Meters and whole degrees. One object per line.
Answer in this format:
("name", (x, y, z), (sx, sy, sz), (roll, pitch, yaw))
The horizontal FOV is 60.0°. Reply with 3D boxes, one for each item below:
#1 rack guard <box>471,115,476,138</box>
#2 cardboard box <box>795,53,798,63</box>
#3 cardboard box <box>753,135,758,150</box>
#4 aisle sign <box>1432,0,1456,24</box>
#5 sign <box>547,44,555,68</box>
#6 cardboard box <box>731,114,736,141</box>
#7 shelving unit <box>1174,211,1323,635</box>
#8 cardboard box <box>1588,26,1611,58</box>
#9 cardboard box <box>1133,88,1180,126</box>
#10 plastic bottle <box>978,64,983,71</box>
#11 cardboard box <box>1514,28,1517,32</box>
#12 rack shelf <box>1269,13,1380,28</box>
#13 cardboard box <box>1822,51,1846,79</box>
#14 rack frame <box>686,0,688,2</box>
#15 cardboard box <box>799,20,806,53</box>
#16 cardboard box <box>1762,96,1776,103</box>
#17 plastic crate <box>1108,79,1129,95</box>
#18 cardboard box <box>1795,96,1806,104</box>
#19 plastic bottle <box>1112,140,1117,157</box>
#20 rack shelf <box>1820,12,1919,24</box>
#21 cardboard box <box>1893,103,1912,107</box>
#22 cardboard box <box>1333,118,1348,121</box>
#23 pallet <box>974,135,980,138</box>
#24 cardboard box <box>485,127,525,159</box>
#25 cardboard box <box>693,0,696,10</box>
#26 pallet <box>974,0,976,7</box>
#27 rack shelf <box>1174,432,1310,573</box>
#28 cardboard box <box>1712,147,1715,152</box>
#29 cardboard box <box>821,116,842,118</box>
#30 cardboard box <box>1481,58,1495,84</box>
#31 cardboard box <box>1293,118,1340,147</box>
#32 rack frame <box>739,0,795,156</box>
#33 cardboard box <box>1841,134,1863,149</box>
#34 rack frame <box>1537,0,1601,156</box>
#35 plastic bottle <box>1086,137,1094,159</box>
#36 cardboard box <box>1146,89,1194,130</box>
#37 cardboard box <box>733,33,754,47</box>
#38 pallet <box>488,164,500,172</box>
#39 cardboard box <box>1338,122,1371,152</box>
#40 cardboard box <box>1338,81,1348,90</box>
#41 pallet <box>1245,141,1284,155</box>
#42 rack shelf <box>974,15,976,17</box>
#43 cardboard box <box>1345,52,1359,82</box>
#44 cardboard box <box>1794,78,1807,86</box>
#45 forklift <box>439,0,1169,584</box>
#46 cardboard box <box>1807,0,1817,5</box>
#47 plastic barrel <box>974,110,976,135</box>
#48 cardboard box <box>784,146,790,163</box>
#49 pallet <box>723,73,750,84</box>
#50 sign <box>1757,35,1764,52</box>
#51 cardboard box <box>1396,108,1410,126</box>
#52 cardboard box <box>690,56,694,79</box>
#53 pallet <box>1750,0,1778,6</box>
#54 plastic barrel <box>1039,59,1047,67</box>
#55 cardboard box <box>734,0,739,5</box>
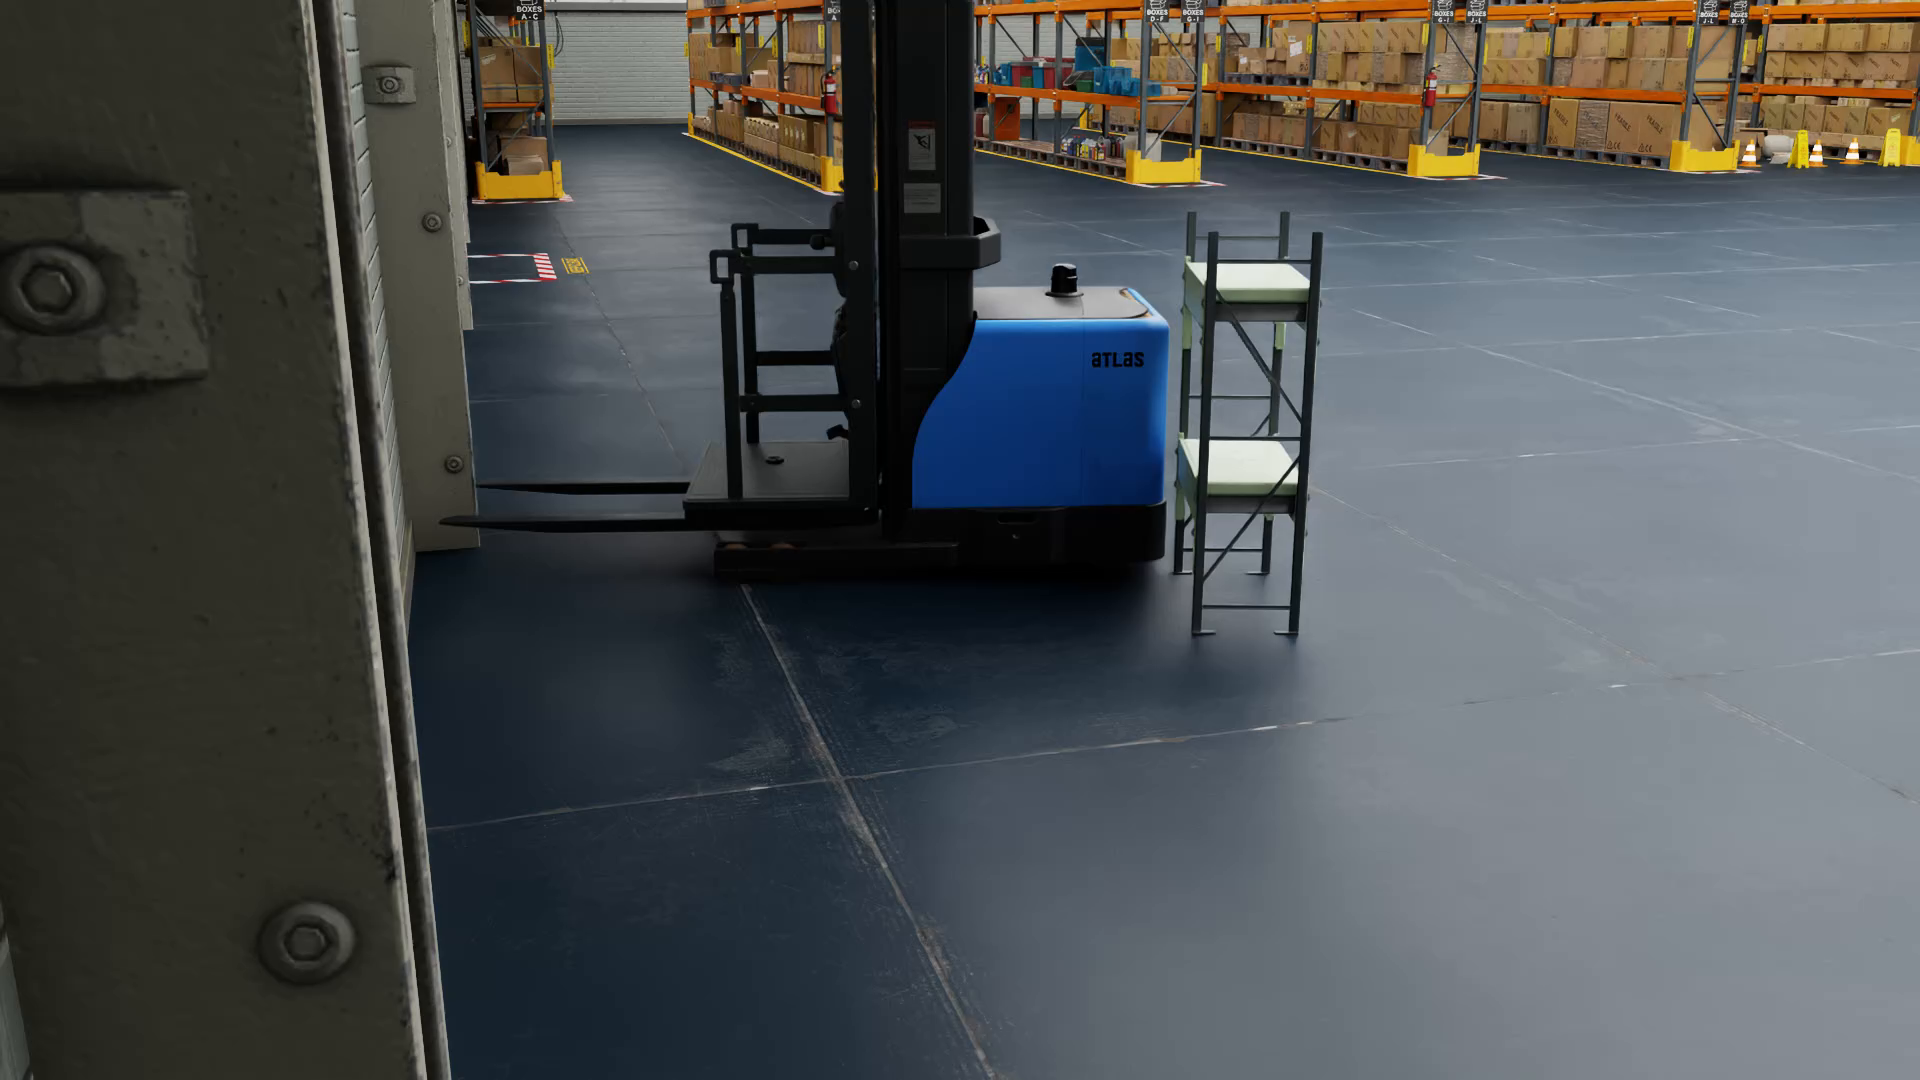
("rack guard", (-10.652, -9.538, 38.337), (1.175, 0.500, 0.348), (-5, 17, -15))
("cardboard box", (-2.483, -7.858, 27.097), (0.380, 0.149, 0.250), (-5, 17, -16))
("cardboard box", (-3.536, -7.343, 30.732), (0.500, 0.250, 0.500), (-5, 17, -17))
("aisle sign", (7.768, -8.682, 26.623), (0.394, 0.787, 0.004), (-5, 17, -15))
("sign", (-5.726, -6.761, 23.240), (0.100, 0.325, 0.005), (-5, 17, -15))
("cardboard box", (-4.309, -8.306, 33.468), (0.500, 0.500, 0.500), (-5, 18, -17))
("shelving unit", (1.087, -0.472, 6.415), (0.431, 1.500, 0.755), (1, 17, 2))
("cardboard box", (12.085, -9.130, 30.494), (0.875, 0.550, 0.550), (-5, 17, -15))
("cardboard box", (4.637, -10.170, 39.057), (0.875, 0.875, 0.875), (-5, 17, -15))
("plastic bottle", (0.459, -10.091, 35.918), (0.144, 0.351, 0.185), (-5, 17, -15))
("cardboard box", (13.912, -12.560, 41.011), (0.380, 0.149, 0.250), (-4, 17, -14))
("rack shelf", (8.989, -12.807, 40.909), (1.077, 0.370, 4.000), (-5, 17, -15))
("cardboard box", (16.766, -8.999, 31.507), (0.500, 0.500, 0.500), (-4, 17, -15))
("rack frame", (-5.883, -13.995, 38.400), (1.000, 3.000, 0.127), (-5, 17, -15))
("cardboard box", (-2.180, -8.071, 26.678), (0.700, 0.500, 0.500), (-5, 17, -15))
("cardboard box", (19.529, -10.594, 39.994), (0.380, 0.149, 0.250), (-5, 17, -16))
("plastic crate", (2.679, -7.310, 26.832), (0.499, 0.251, 0.408), (-5, 17, -15))
("cardboard box", (16.491, -8.556, 32.341), (0.380, 0.149, 0.250), (-4, 17, -13))
("plastic bottle", (2.682, -6.790, 28.798), (0.061, 0.283, 0.133), (-5, 17, -15))
("rack shelf", (20.691, -11.407, 36.248), (1.077, 0.370, 4.000), (-5, 17, -15))
("cardboard box", (20.880, -9.184, 36.210), (0.875, 0.625, 0.625), (-5, 17, -16))
("cardboard box", (9.103, -10.079, 40.017), (0.380, 0.149, 0.250), (-4, 17, -15))
("pallet", (0.490, -8.515, 35.434), (1.003, 0.211, 1.213), (-5, 17, -15))
("cardboard box", (-7.756, -6.764, 28.338), (0.700, 0.500, 0.500), (-5, 17, -16))
("cardboard box", (-5.723, -12.047, 37.389), (0.500, 0.250, 0.500), (-5, 17, -15))
("pallet", (0.604, -11.229, 34.736), (1.003, 0.211, 1.213), (-5, 17, -15))
("rack shelf", (1.087, -0.160, 6.509), (0.431, 0.370, 0.720), (1, 17, 2))
("cardboard box", (13.980, -7.309, 31.324), (0.396, 0.266, 0.258), (-2, 17, -6))
("cardboard box", (-1.981, -6.657, 27.147), (0.500, 0.500, 0.500), (-5, 17, -15))
("cardboard box", (10.917, -9.540, 33.822), (0.500, 0.500, 0.500), (-5, 17, -16))
("cardboard box", (6.792, -7.770, 31.684), (0.700, 0.500, 0.500), (-6, 18, -20))
("rack frame", (-3.685, -8.909, 31.896), (1.000, 3.000, 0.127), (-5, 17, -15))
("cardboard box", (16.953, -7.492, 31.229), (0.500, 0.250, 0.500), (-5, 17, -15))
("rack frame", (11.737, -8.949, 32.029), (1.000, 3.000, 0.127), (-5, 17, -15))
("plastic bottle", (2.221, -6.658, 28.242), (0.144, 0.351, 0.185), (-4, 17, -13))
("cardboard box", (4.937, -9.805, 37.844), (1.225, 0.875, 0.875), (-5, 17, -15))
("cardboard box", (-4.643, -10.695, 35.929), (0.500, 0.500, 0.500), (-4, 17, -14))
("pallet", (-7.129, -5.891, 26.697), (1.003, 0.211, 1.213), (-5, 17, -15))
("cardboard box", (7.177, -7.317, 30.211), (0.500, 0.500, 0.500), (1, 17, 2))
("cardboard box", (6.969, -8.103, 29.650), (0.380, 0.149, 0.250), (-5, 17, -15))
("pallet", (6.386, -7.802, 33.060), (1.003, 0.211, 1.213), (-5, 17, -15))
("rack shelf", (-0.570, -12.051, 38.393), (1.077, 0.370, 4.000), (-5, 17, -15))
("cardboard box", (7.342, -8.374, 29.425), (0.875, 0.500, 0.500), (-5, 17, -15))
("cardboard box", (16.503, -8.927, 32.394), (0.380, 0.149, 0.250), (-4, 17, -14))
("forklift", (-0.672, -1.377, 6.941), (3.031, 2.935, 1.130), (-1, 17, -3))
("cardboard box", (16.542, -10.370, 31.982), (0.380, 0.149, 0.250), (-4, 17, -14))
("plastic barrel", (0.377, -8.904, 35.476), (0.421, 0.512, 0.421), (0, 17, 0))
("cardboard box", (-2.617, -6.396, 27.579), (0.500, 0.250, 0.500), (-5, 17, -15))
("pallet", (-4.224, -9.354, 33.713), (1.003, 0.211, 1.213), (-5, 17, -15))
("sign", (15.936, -9.878, 33.109), (0.100, 0.325, 0.005), (-5, 17, -15))
("cardboard box", (10.067, -9.364, 37.028), (0.500, 0.500, 0.500), (-4, 17, -13))
("cardboard box", (-6.015, -11.026, 38.770), (0.500, 0.500, 0.500), (-4, 17, -14))
("pallet", (16.402, -10.894, 33.617), (1.213, 0.211, 1.003), (-5, 17, -15))
("plastic barrel", (1.683, -8.969, 31.901), (0.421, 0.512, 0.421), (0, 17, 0))
("cardboard box", (-3.837, -10.511, 31.843), (0.910, 0.500, 0.500), (-5, 17, -15))
